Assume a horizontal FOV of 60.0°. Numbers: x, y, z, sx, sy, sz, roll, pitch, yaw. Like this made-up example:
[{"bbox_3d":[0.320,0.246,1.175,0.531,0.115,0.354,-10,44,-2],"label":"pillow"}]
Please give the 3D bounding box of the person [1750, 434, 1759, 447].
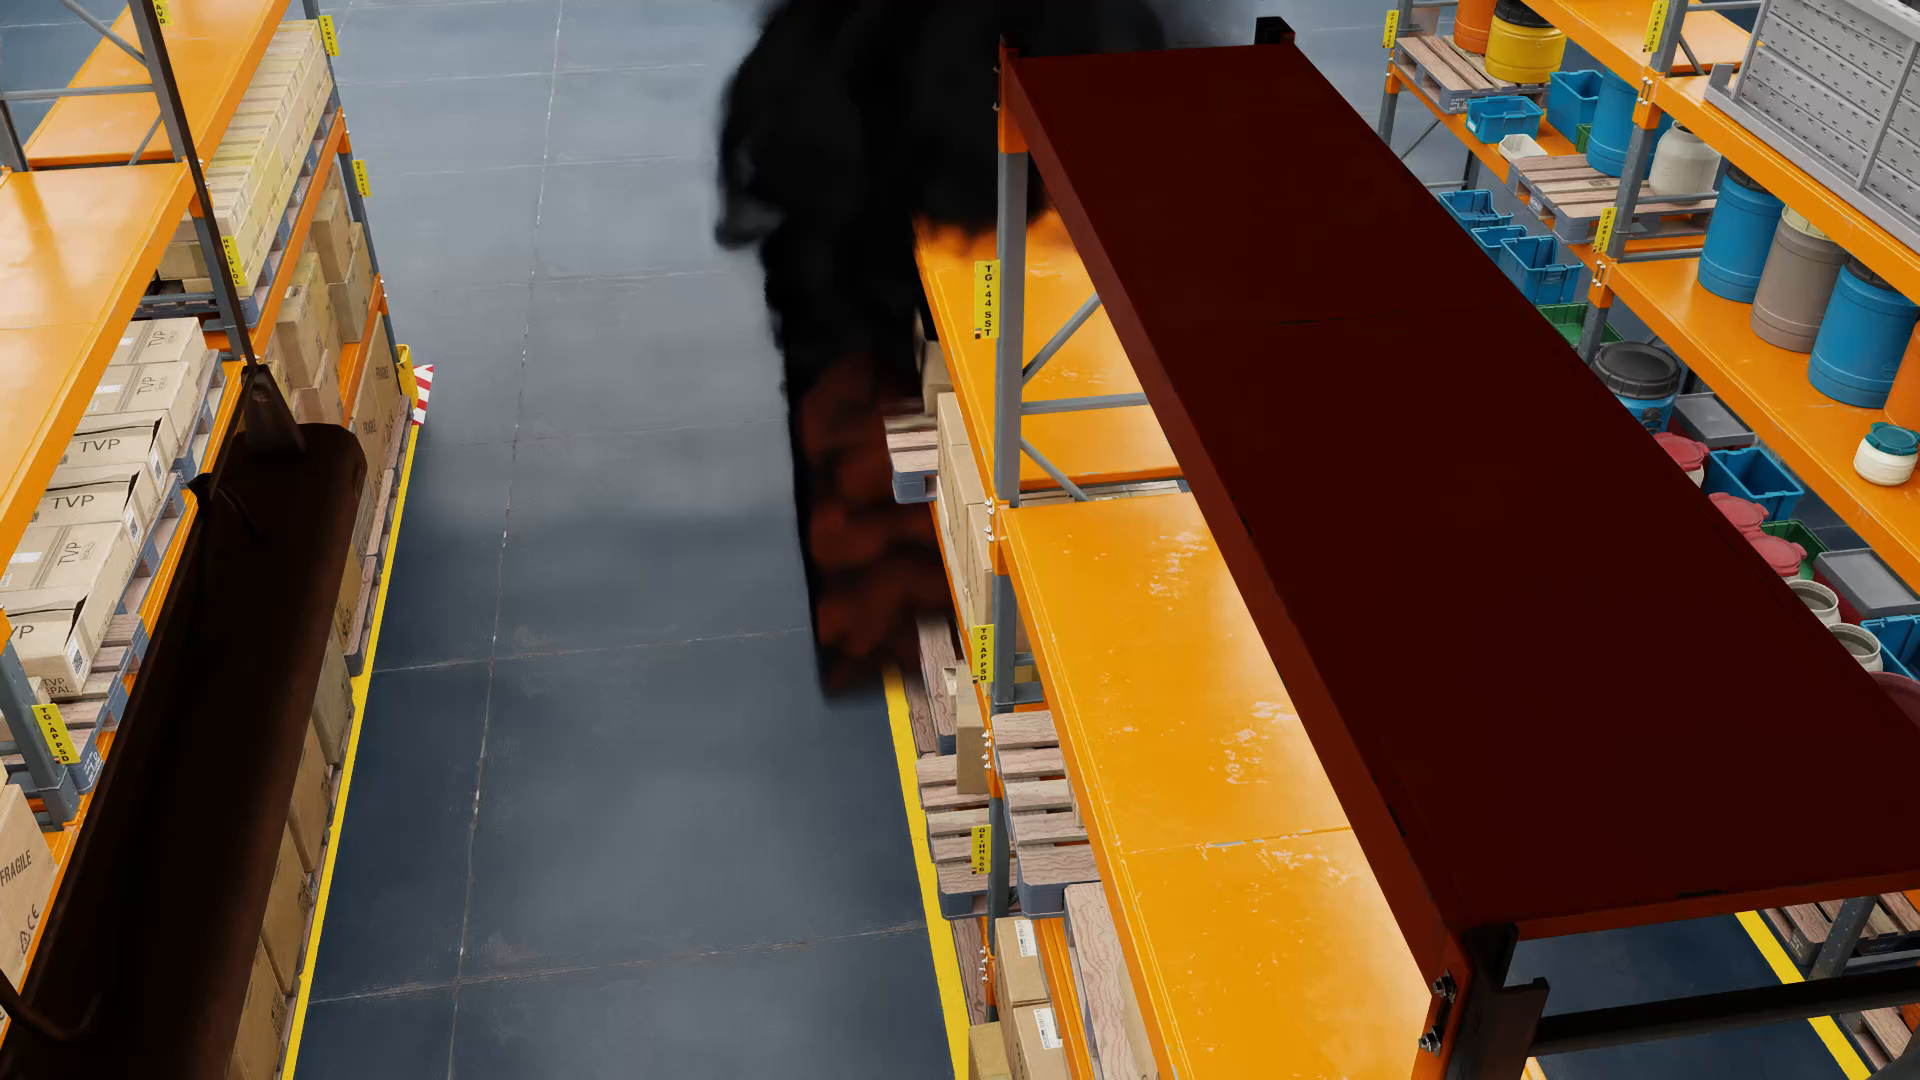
[{"bbox_3d":[6.141,-0.846,13.154,0.564,1.653,0.970,-7,37,-9],"label":"person"}]
